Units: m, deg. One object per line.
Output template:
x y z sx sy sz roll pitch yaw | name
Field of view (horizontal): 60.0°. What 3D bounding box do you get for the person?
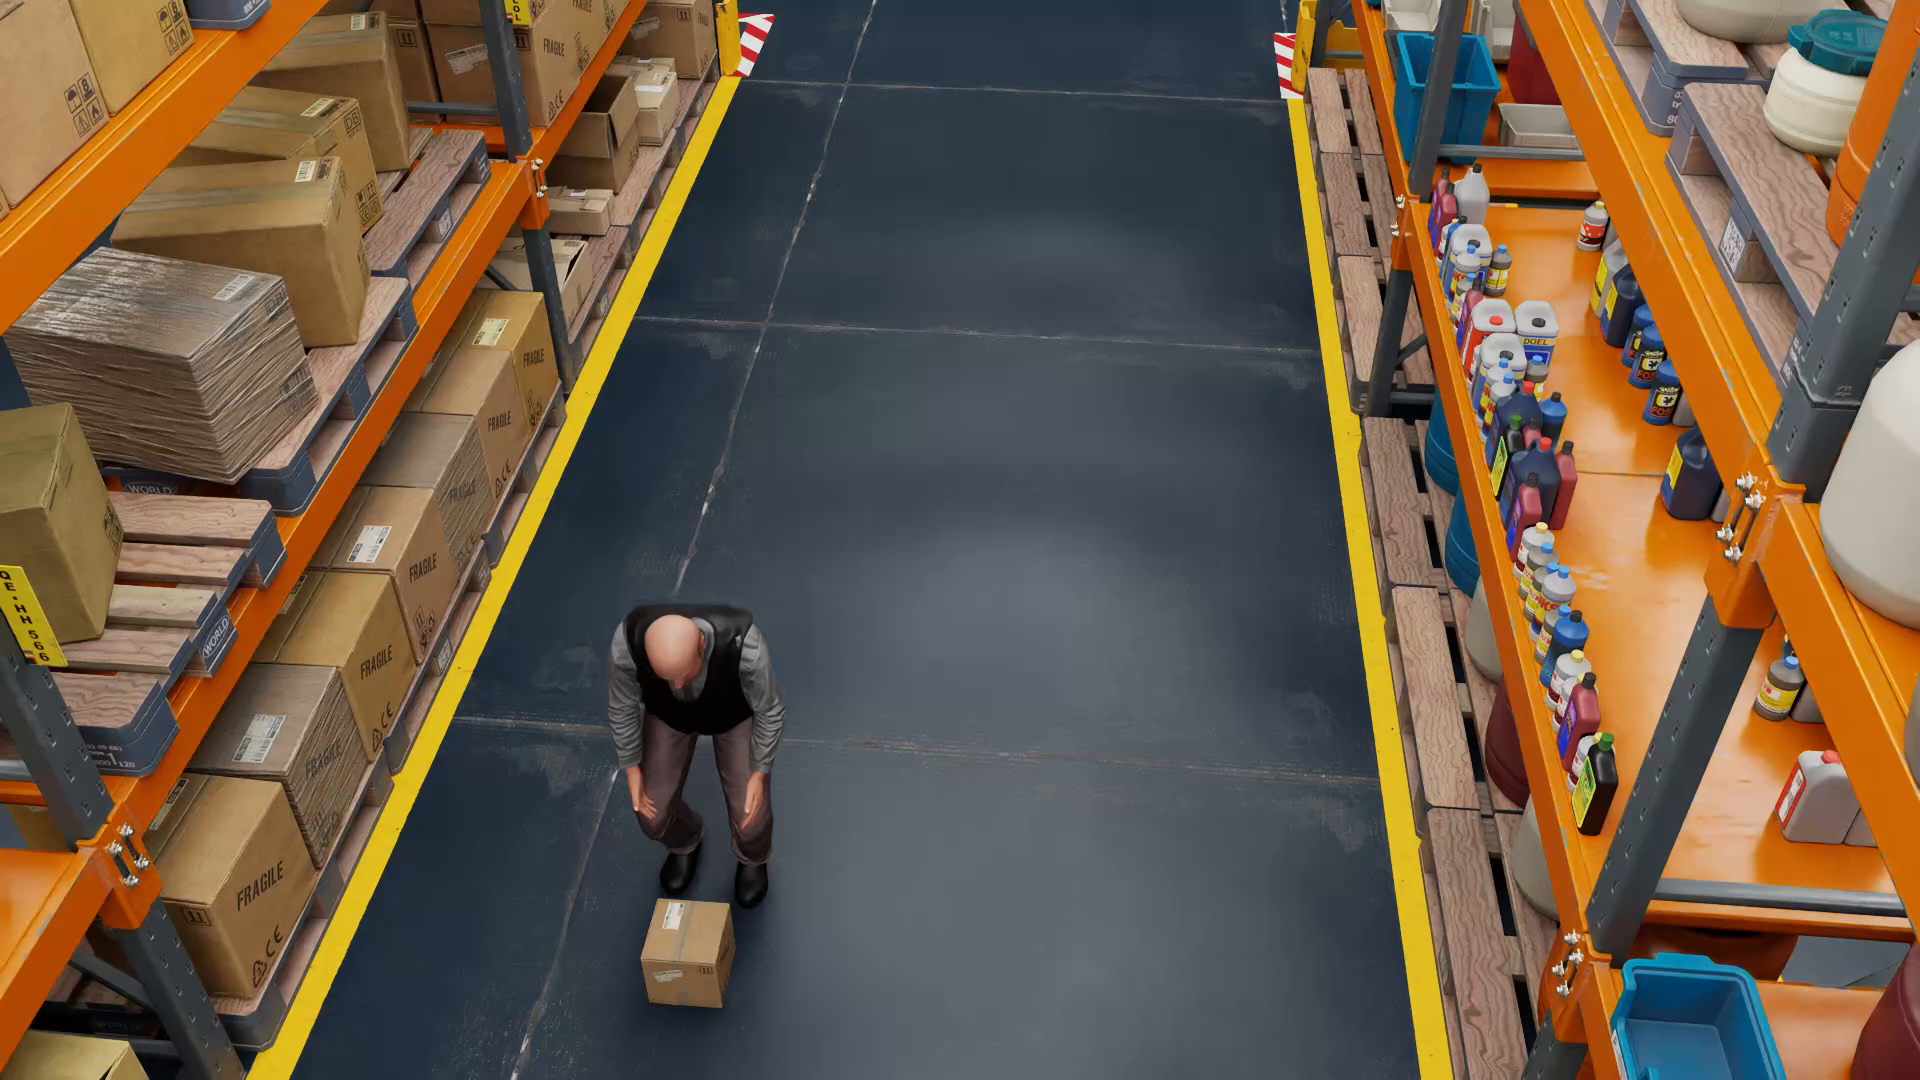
-0.849 0.656 5.597 0.590 1.461 0.670 3 40 4 | person
